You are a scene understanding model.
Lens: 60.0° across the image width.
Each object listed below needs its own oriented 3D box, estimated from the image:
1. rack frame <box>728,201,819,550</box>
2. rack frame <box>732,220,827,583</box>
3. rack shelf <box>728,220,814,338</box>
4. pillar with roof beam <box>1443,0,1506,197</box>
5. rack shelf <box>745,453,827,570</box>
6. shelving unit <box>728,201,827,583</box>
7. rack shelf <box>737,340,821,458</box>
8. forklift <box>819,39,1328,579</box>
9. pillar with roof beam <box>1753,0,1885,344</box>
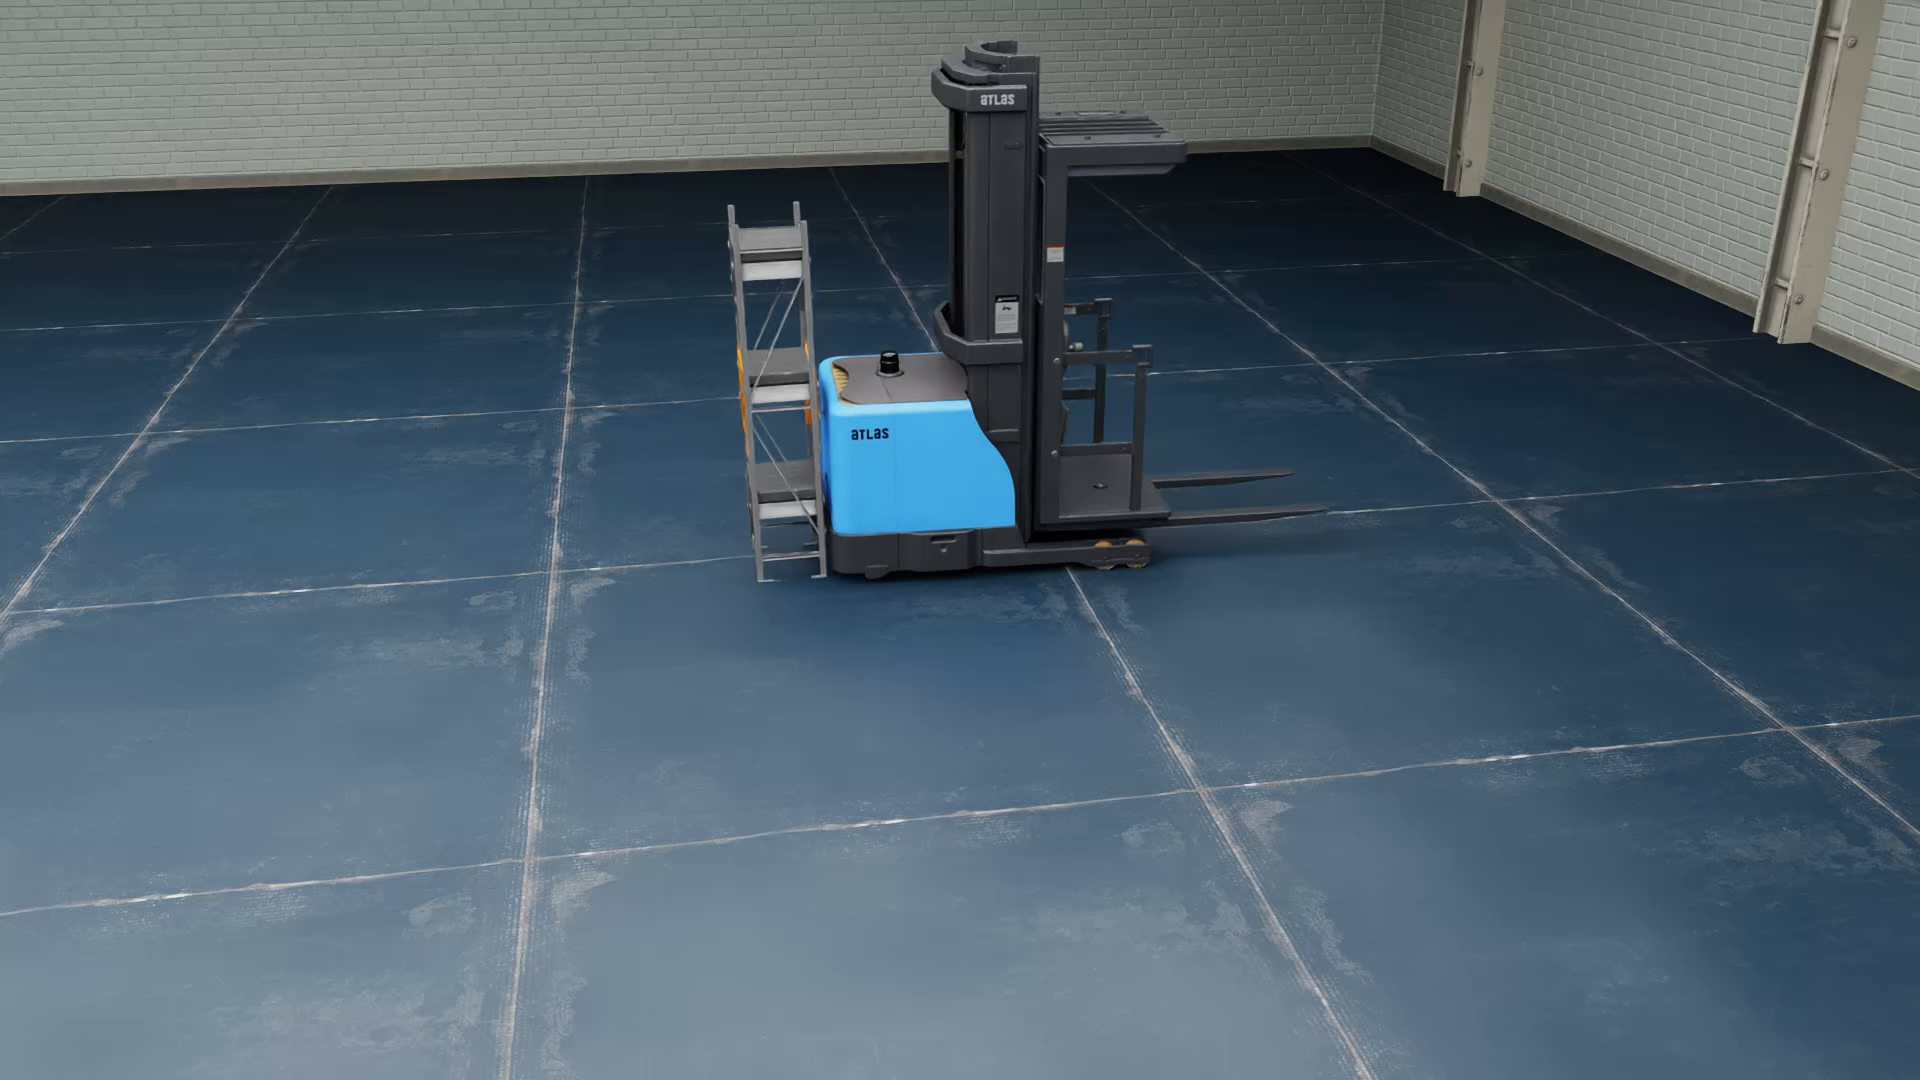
[{"bbox_3d":[-1.080,-0.922,9.727,0.400,2.100,0.015,-5,24,-9],"label":"rack frame"},{"bbox_3d":[-0.997,-0.730,9.286,0.400,2.100,0.015,-5,24,-9],"label":"rack frame"},{"bbox_3d":[-1.051,-1.454,9.230,0.431,0.518,0.480,-5,24,-9],"label":"rack shelf"},{"bbox_3d":[1.705,-7.910,17.118,9.100,9.000,0.400,-4,24,-10],"label":"pillar with roof beam"},{"bbox_3d":[-1.026,-0.173,9.794,0.431,0.518,0.480,-5,24,-9],"label":"rack shelf"},{"bbox_3d":[-1.039,-0.826,9.507,0.431,2.100,0.503,-5,24,-9],"label":"shelving unit"},{"bbox_3d":[-1.038,-0.813,9.512,0.431,0.518,0.480,-5,24,-9],"label":"rack shelf"},{"bbox_3d":[0.694,-1.371,9.727,3.031,2.935,1.130,-3,24,-8],"label":"forklift"},{"bbox_3d":[2.814,-5.550,11.714,9.100,9.000,0.400,-4,24,-10],"label":"pillar with roof beam"}]
